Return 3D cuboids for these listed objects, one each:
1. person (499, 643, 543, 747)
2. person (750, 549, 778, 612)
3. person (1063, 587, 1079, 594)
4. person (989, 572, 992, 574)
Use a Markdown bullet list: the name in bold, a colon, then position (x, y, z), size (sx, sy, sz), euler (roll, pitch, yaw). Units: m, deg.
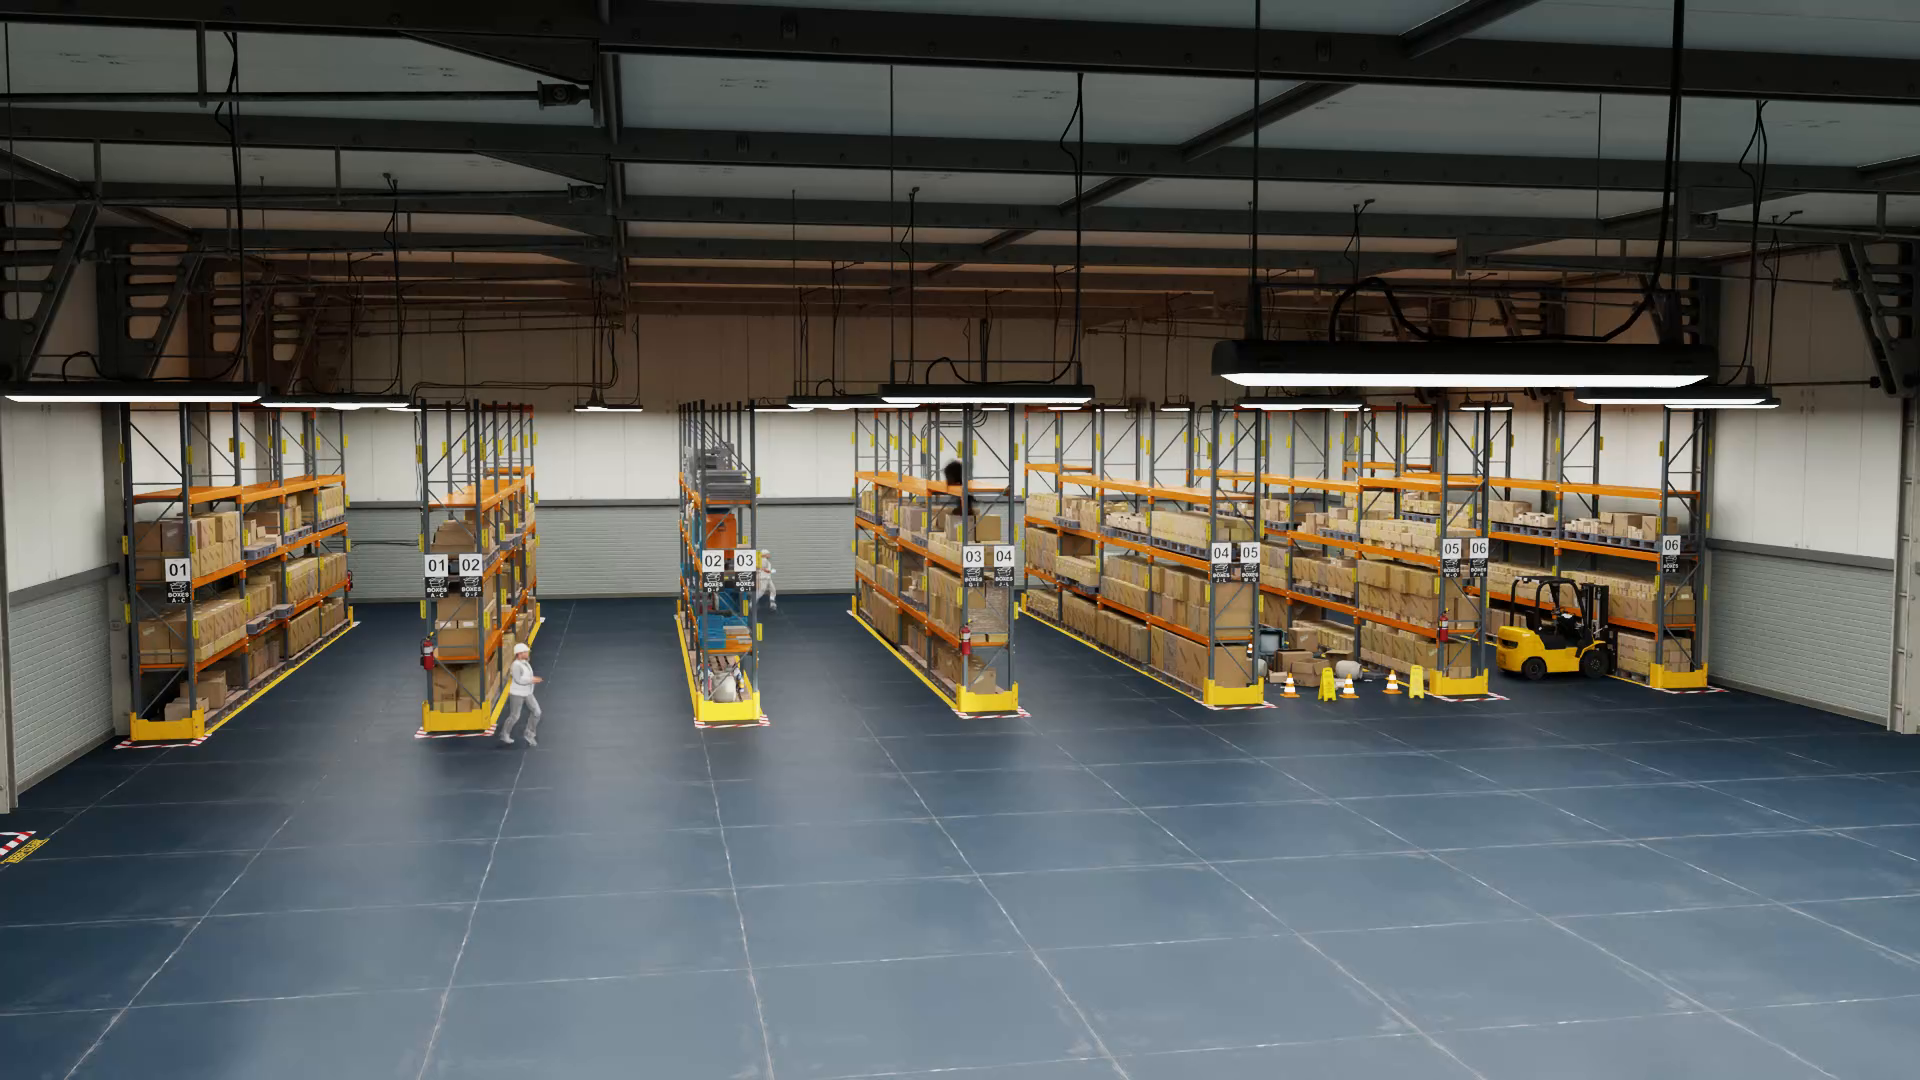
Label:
- **person**: position (-7.546, 2.683, 28.628), size (0.833, 1.825, 0.606), euler (1, 4, 16)
- **person**: position (-5.703, 1.188, 48.468), size (0.842, 1.832, 0.717), euler (0, 4, -4)
- **person**: position (3.359, 1.003, 51.303), size (0.589, 1.741, 0.847), euler (4, 6, 41)
- **person**: position (0.829, 1.040, 52.010), size (0.595, 1.529, 0.798), euler (1, 4, 7)
